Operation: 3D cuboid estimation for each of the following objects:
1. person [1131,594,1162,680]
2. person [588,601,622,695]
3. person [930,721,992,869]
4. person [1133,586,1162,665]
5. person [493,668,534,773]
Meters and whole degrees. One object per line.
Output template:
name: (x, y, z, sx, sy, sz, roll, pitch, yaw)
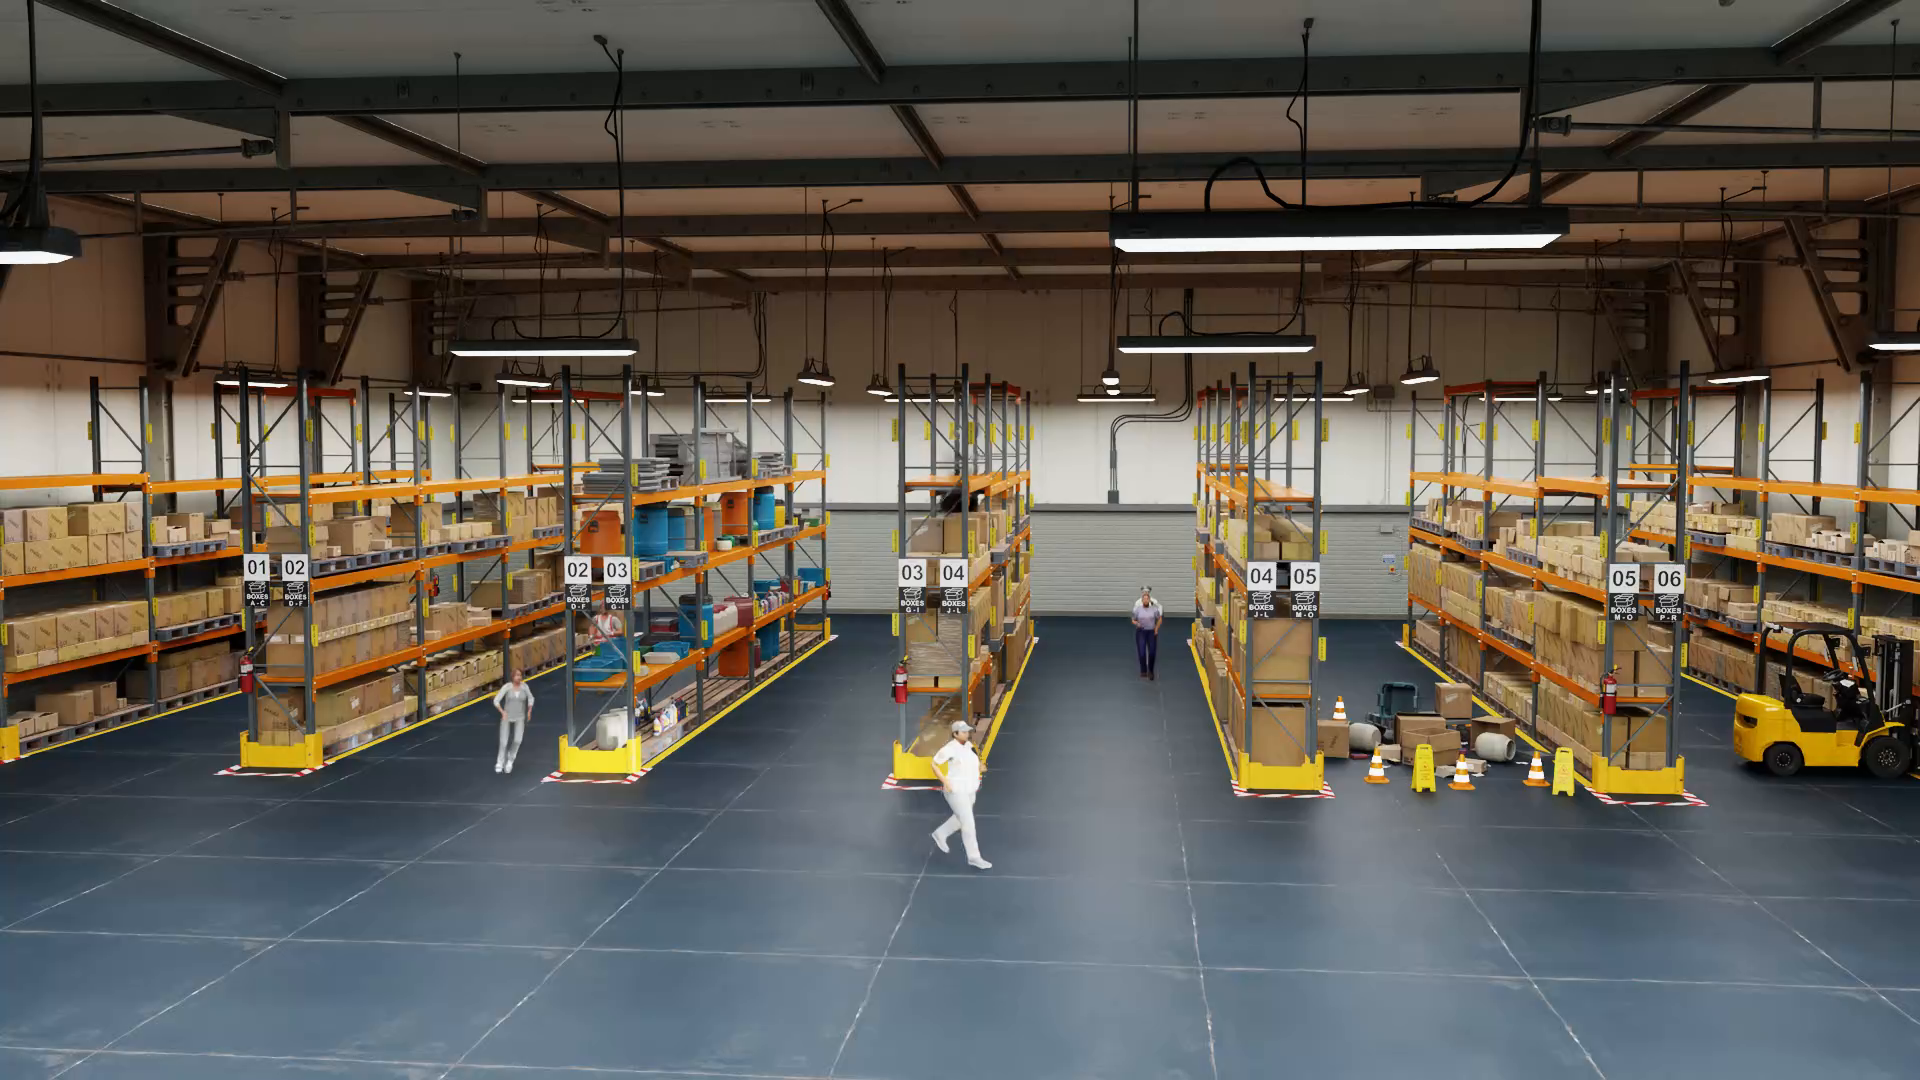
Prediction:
person: (3.600, 1.884, 32.054, 0.592, 1.681, 0.558, 0, 4, 5)
person: (-6.812, 2.042, 31.934, 0.663, 1.766, 0.997, 0, 4, -4)
person: (0.004, 2.916, 19.299, 0.943, 1.650, 0.608, 3, 4, 35)
person: (4.053, 1.838, 36.044, 0.621, 1.695, 0.938, 1, 4, 10)
person: (-6.561, 2.649, 24.476, 0.601, 1.545, 0.570, -1, 4, -21)
